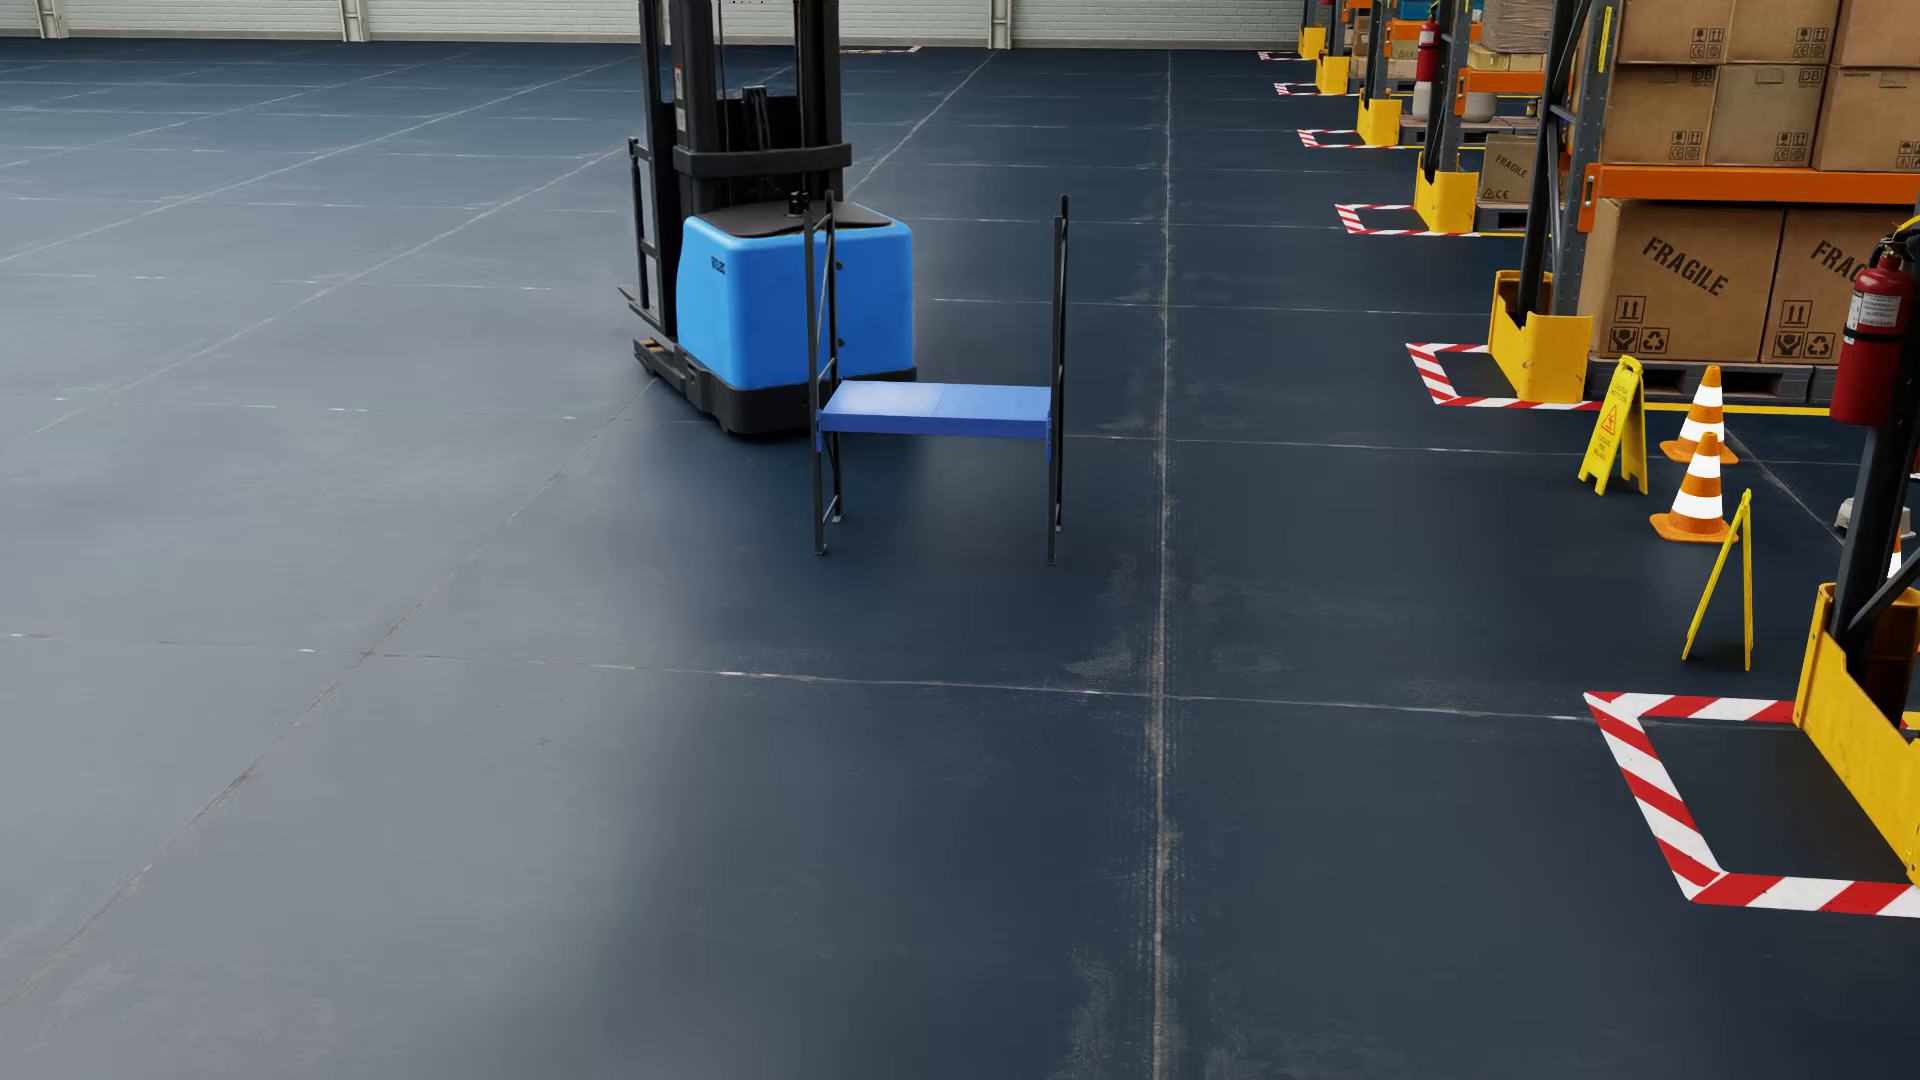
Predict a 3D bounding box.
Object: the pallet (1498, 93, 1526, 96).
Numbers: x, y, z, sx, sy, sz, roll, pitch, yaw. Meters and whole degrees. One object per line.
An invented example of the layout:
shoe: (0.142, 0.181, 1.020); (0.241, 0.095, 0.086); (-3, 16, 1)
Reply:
pallet: (7.267, -6.434, 23.427); (1.213, 0.211, 1.003); (2, 22, 6)

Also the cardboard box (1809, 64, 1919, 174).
cardboard box: (4.905, -2.363, 9.134); (0.550, 0.550, 0.875); (2, 22, 6)

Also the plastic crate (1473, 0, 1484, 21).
plastic crate: (5.884, -5.982, 18.694); (0.408, 0.251, 0.499); (2, 22, 6)

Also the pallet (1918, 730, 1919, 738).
pallet: (3.837, 0.781, 5.178); (1.213, 0.211, 1.003); (2, 22, 6)

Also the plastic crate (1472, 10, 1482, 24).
plastic crate: (5.559, -5.715, 18.174); (0.250, 0.136, 0.298); (2, 22, 6)

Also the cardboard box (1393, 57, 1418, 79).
cardboard box: (6.298, -6.594, 23.208); (0.500, 0.250, 0.500); (2, 22, 6)

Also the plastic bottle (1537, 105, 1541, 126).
plastic bottle: (6.472, -4.737, 18.456); (0.097, 0.271, 0.097); (0, 22, 0)

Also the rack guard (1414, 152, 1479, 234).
rack guard: (4.200, -3.020, 14.398); (0.348, 0.500, 1.175); (2, 22, 6)

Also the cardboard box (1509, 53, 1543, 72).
cardboard box: (4.626, -3.952, 13.697); (0.250, 0.149, 0.380); (2, 22, 6)

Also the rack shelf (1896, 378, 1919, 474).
rack shelf: (4.945, -0.146, 4.709); (4.000, 0.370, 1.077); (2, 22, 6)

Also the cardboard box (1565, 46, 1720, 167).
cardboard box: (3.815, -2.449, 9.351); (0.550, 0.550, 0.875); (2, 22, 6)

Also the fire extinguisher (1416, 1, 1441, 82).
fire extinguisher: (4.065, -4.323, 14.399); (0.183, 0.674, 0.296); (2, 22, 6)

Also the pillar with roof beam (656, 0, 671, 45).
pillar with roof beam: (-5.753, -11.634, 24.627); (0.400, 9.000, 9.100); (2, 22, 6)

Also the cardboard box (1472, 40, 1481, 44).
cardboard box: (7.290, -6.897, 22.955); (0.500, 0.500, 0.500); (2, 22, 6)

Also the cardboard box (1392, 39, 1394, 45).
cardboard box: (7.116, -8.478, 27.862); (0.500, 0.311, 0.500); (4, 22, 11)

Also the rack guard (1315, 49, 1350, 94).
rack guard: (5.271, -6.641, 23.557); (0.348, 0.500, 1.175); (2, 22, 6)

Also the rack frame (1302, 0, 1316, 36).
rack frame: (5.874, -9.611, 27.670); (0.127, 3.000, 1.000); (2, 22, 6)

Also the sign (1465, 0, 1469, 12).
sign: (4.061, -4.390, 13.287); (0.005, 0.325, 0.100); (2, 22, 6)

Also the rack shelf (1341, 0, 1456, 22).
rack shelf: (7.281, -7.381, 23.008); (4.000, 0.370, 1.077); (2, 22, 6)

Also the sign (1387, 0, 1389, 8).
sign: (4.639, -5.922, 17.963); (0.005, 0.325, 0.100); (2, 22, 6)

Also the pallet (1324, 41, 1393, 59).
pallet: (6.752, -8.263, 28.053); (1.213, 0.211, 1.003); (2, 22, 6)

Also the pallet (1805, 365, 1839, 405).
pallet: (5.452, -1.022, 9.739); (1.213, 0.211, 1.003); (2, 22, 6)

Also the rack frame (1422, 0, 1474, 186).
rack frame: (4.125, -4.186, 13.947); (0.127, 3.000, 1.000); (2, 22, 6)

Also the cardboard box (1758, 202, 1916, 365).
cardboard box: (4.996, -1.544, 9.583); (0.875, 0.875, 0.875); (2, 22, 5)

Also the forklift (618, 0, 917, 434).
forklift: (-1.330, -2.415, 9.562); (1.130, 2.935, 3.031); (-10, 24, -24)

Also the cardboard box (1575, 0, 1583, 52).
cardboard box: (5.179, -4.359, 13.844); (0.500, 0.500, 0.875); (2, 22, 6)

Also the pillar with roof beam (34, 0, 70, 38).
pillar with roof beam: (-17.669, -12.153, 25.940); (0.400, 9.000, 9.100); (2, 22, 6)

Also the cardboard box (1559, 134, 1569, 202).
cardboard box: (5.341, -3.172, 14.212); (0.500, 0.500, 0.500); (8, 23, 20)

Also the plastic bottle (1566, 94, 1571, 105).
plastic bottle: (6.968, -4.986, 19.077); (0.135, 0.276, 0.152); (2, 22, 5)

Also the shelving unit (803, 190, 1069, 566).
shelving unit: (-0.085, -0.701, 7.173); (1.048, 1.500, 0.538); (2, 22, 6)

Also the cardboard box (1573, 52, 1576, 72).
cardboard box: (5.123, -3.932, 13.647); (0.250, 0.149, 0.380); (2, 22, 6)

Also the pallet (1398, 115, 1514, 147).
pallet: (5.595, -4.674, 18.975); (1.213, 0.211, 1.003); (2, 22, 6)

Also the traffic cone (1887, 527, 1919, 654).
traffic cone: (3.538, 0.160, 6.406); (0.334, 0.463, 0.336); (2, 22, 6)

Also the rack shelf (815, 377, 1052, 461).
rack shelf: (-0.085, -0.534, 7.240); (1.000, 0.185, 0.538); (2, 22, 6)

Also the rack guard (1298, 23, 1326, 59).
rack guard: (5.949, -8.445, 28.121); (0.348, 0.500, 1.175); (2, 22, 6)

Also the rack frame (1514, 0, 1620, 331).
rack frame: (3.441, -2.379, 9.378); (0.127, 3.000, 1.000); (2, 22, 6)

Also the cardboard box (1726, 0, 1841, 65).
cardboard box: (4.362, -2.931, 9.100); (0.550, 0.550, 0.875); (2, 22, 6)

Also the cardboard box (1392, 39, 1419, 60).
cardboard box: (6.298, -6.942, 23.068); (0.500, 0.500, 0.500); (2, 22, 6)

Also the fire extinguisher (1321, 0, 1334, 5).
fire extinguisher: (5.232, -7.941, 23.551); (0.183, 0.674, 0.296); (2, 22, 6)

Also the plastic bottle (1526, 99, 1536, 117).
plastic bottle: (6.583, -4.978, 19.158); (0.097, 0.201, 0.097); (0, 22, 0)

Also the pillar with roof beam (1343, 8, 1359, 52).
pillar with roof beam: (6.164, -11.115, 23.314); (0.400, 9.000, 9.100); (2, 22, 6)

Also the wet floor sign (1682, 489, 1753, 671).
wet floor sign: (2.896, 0.129, 6.237); (0.232, 0.644, 0.267); (11, 24, 25)

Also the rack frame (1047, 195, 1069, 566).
rack frame: (0.420, -0.679, 7.118); (0.032, 1.500, 0.500); (2, 22, 6)

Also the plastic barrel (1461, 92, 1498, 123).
plastic barrel: (5.868, -5.010, 18.845); (0.421, 0.512, 0.421); (0, 22, 0)
